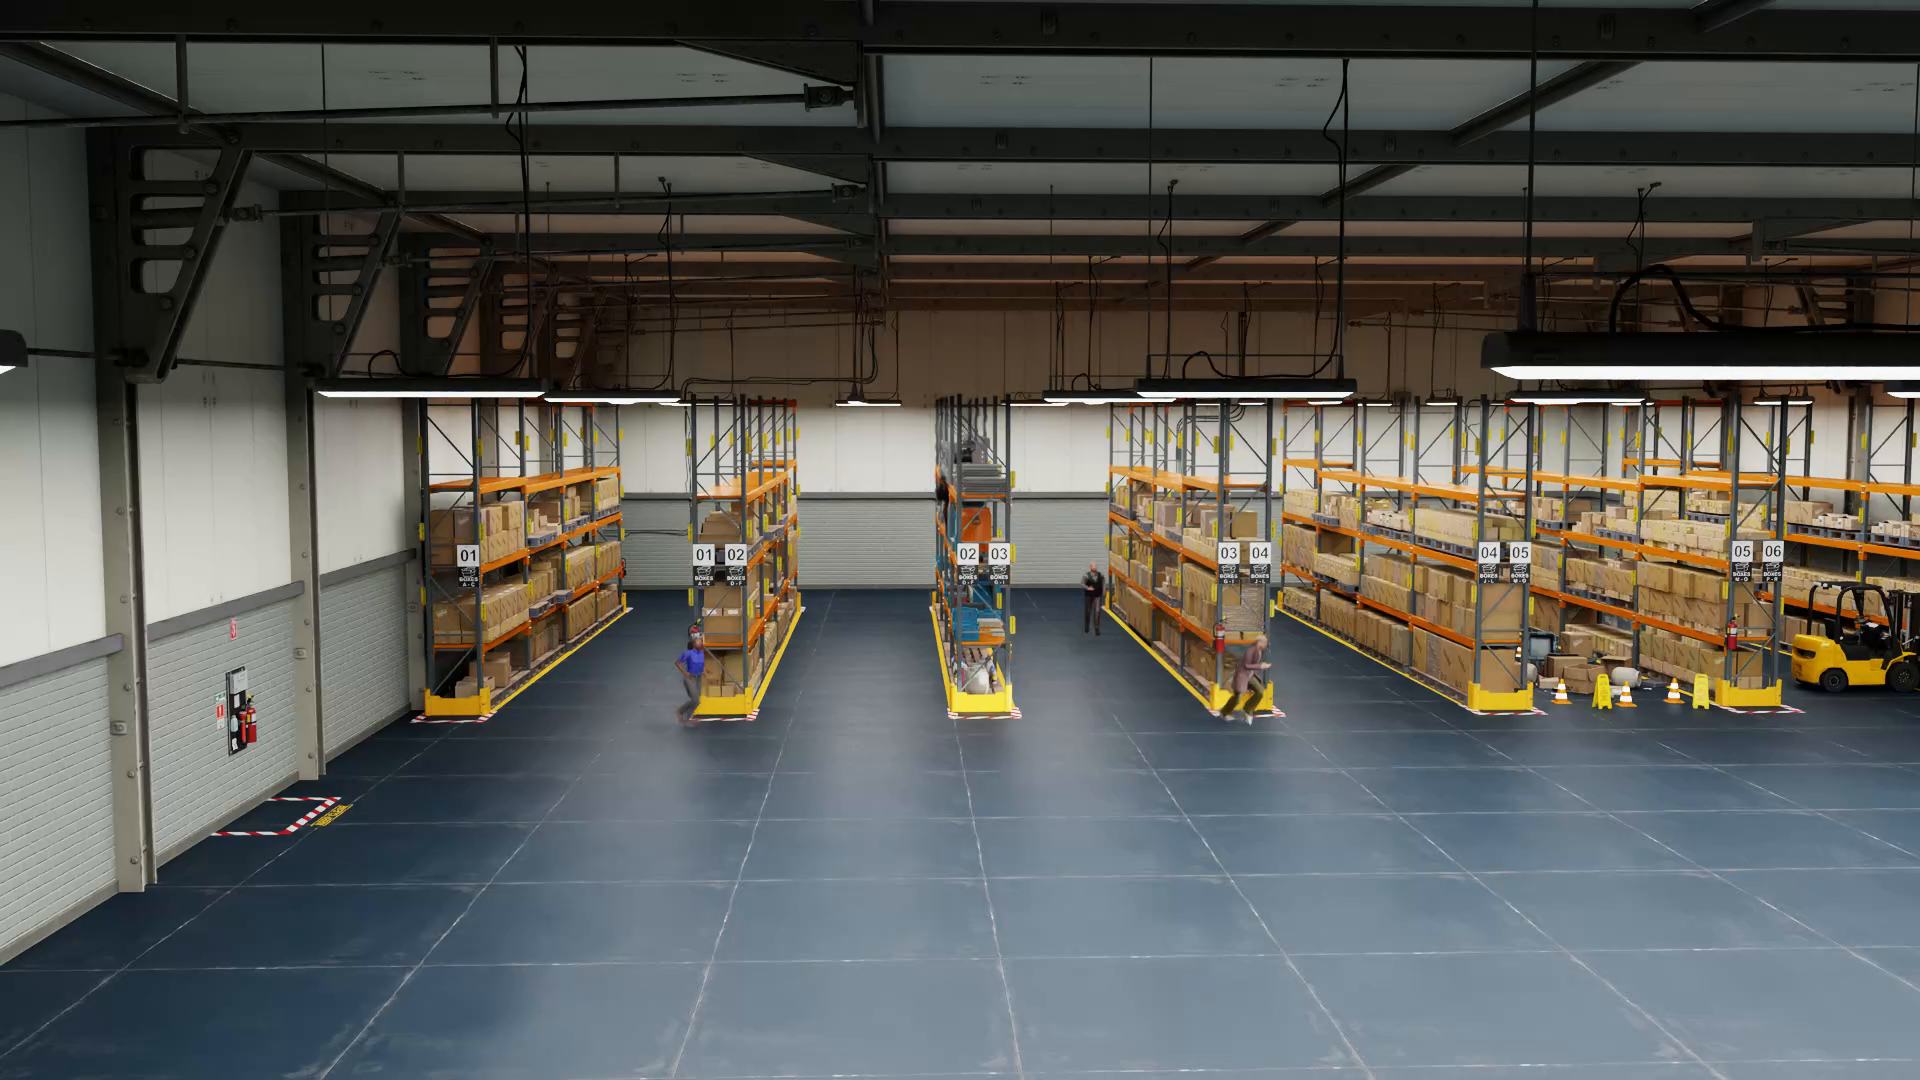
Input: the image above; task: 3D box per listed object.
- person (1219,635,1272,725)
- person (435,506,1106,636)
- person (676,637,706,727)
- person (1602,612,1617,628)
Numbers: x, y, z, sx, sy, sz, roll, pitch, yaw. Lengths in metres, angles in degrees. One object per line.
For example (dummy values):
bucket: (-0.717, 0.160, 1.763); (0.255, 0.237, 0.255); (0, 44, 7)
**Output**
person: (5.217, 2.531, 30.235); (1.051, 1.678, 0.706); (3, 6, 36)
person: (-3.226, 0.805, 36.331); (14.649, 3.646, 7.304); (-1, 5, -8)
person: (-4.812, 2.565, 30.098); (0.520, 1.619, 0.570); (3, 6, 35)
person: (16.427, 1.599, 41.956); (0.549, 1.633, 0.582); (0, 5, -2)
